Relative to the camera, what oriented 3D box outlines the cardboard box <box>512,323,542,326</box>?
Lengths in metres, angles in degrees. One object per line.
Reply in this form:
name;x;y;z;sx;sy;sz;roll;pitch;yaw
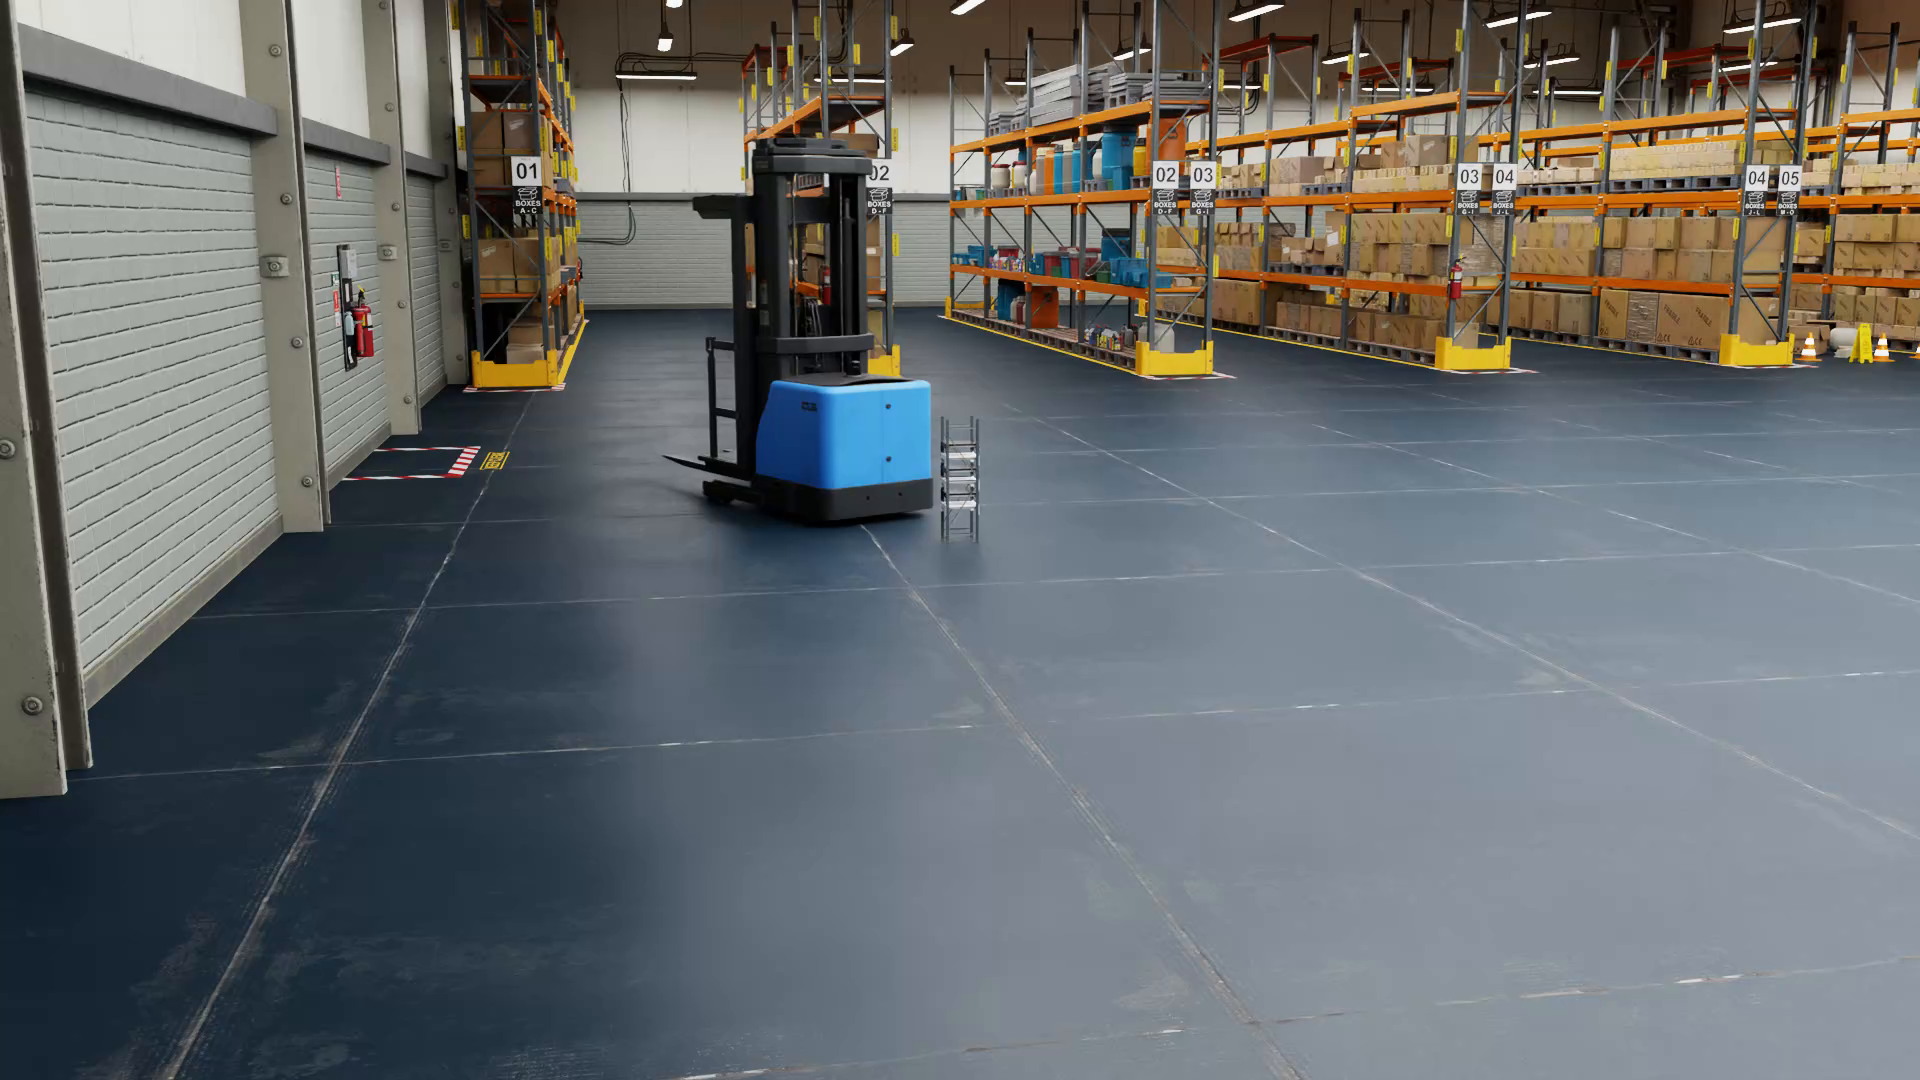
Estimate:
cardboard box;-6.887;-3.206;26.529;0.500;0.500;0.500;-3;11;-15

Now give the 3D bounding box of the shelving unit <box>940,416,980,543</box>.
shelving unit;-0.002;-0.444;12.120;0.258;0.900;0.210;-2;11;-11

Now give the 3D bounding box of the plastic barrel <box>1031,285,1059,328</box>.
plastic barrel;1.699;-4.730;33.708;0.600;0.830;0.708;-2;11;-11

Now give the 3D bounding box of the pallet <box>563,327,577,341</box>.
pallet;-8.220;-4.142;33.391;1.003;0.211;1.213;-2;11;-11

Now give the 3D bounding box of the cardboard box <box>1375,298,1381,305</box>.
cardboard box;10.248;-5.768;40.185;0.380;0.149;0.250;-2;11;-10

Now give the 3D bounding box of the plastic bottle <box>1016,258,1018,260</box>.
plastic bottle;1.197;-5.751;34.702;0.061;0.283;0.133;-2;11;-11

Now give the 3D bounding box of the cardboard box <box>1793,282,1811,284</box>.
cardboard box;20.387;-6.278;40.191;0.380;0.149;0.250;-3;11;-14

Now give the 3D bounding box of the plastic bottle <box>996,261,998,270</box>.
plastic bottle;0.835;-5.931;35.867;0.097;0.201;0.097;0;11;0

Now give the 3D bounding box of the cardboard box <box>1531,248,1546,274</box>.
cardboard box;11.671;-5.523;32.923;0.500;0.500;0.500;-2;11;-12

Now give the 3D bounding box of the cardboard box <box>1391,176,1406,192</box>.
cardboard box;7.588;-5.971;27.923;0.500;0.250;0.500;-2;11;-12

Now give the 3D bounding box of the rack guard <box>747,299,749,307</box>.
rack guard;-4.589;-5.547;40.003;1.175;0.500;0.348;-2;11;-11

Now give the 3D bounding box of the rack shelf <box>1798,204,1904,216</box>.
rack shelf;20.870;-7.710;38.582;1.077;0.370;4.000;-2;11;-11

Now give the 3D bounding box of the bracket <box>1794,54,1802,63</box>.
bracket;20.800;-11.895;41.000;0.235;0.232;0.430;-2;11;-11

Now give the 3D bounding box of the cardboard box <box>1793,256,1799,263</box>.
cardboard box;16.678;-5.570;32.988;0.380;0.149;0.250;-2;11;-12

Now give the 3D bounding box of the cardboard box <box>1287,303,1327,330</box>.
cardboard box;6.940;-4.446;33.041;0.700;0.500;0.500;-3;11;-16

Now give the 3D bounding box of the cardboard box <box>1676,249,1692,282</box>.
cardboard box;12.880;-4.723;28.588;0.875;0.550;0.550;-2;11;-11

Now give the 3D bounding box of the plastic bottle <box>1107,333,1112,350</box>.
plastic bottle;2.531;-3.305;27.649;0.152;0.276;0.135;-2;11;-13

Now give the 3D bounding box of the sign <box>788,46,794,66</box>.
sign;-2.800;-8.011;27.508;0.100;0.325;0.005;-2;11;-11

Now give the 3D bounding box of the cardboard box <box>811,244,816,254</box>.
cardboard box;-2.208;-4.712;26.929;0.380;0.149;0.250;-2;11;-13

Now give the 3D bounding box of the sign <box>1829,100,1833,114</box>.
sign;21.024;-10.461;40.171;0.100;0.325;0.005;-2;11;-11

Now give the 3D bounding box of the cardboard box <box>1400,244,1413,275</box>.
cardboard box;7.876;-4.692;27.761;0.875;0.500;0.500;-2;11;-11

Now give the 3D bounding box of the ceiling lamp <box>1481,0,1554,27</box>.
ceiling lamp;10.177;-10.838;29.458;0.800;3.185;2.000;-2;11;-11

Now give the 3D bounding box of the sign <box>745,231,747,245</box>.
sign;-5.136;-7.194;39.658;0.100;0.325;0.005;-2;11;-11

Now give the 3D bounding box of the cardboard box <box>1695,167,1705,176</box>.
cardboard box;12.566;-6.170;27.848;0.380;0.149;0.250;-2;11;-10

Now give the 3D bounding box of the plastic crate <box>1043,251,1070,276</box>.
plastic crate;1.825;-5.225;31.455;0.402;0.464;0.583;-2;11;-11

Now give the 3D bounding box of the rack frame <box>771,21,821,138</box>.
rack frame;-3.048;-8.269;31.573;1.000;3.000;0.127;-2;11;-11

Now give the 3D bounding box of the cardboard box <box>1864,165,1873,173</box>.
cardboard box;17.031;-6.885;30.863;0.380;0.149;0.250;-2;11;-13

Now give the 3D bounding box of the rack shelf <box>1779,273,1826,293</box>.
rack shelf;16.779;-5.321;34.056;1.077;0.370;4.000;-2;11;-11

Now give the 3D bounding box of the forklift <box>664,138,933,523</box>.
forklift;-1.501;-1.793;13.780;1.130;2.935;3.031;-8;13;-36

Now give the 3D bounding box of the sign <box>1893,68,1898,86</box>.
sign;17.704;-8.769;31.492;0.100;0.325;0.005;-2;11;-11

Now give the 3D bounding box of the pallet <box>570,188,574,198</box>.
pallet;-9.067;-7.678;36.729;1.003;0.211;1.213;-2;11;-11

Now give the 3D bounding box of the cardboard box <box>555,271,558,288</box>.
cardboard box;-6.438;-3.992;25.495;0.500;0.250;0.500;-2;11;-10

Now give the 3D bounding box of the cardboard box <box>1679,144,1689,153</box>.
cardboard box;12.465;-6.656;28.269;0.380;0.149;0.250;-2;11;-12

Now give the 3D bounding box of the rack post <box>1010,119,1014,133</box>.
rack post;1.552;-8.570;34.490;0.937;0.300;0.954;-1;11;-5

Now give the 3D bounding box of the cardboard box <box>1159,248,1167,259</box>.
cardboard box;5.144;-6.936;40.219;0.500;0.250;0.500;-2;11;-13

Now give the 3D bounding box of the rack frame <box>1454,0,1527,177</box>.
rack frame;8.226;-7.161;25.753;1.000;3.000;0.127;-2;11;-11

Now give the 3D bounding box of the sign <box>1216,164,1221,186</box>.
sign;3.908;-5.531;25.187;0.100;0.325;0.005;-2;11;-11

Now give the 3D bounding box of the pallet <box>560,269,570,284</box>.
pallet;-7.135;-4.458;28.111;1.003;0.211;1.213;-2;11;-11

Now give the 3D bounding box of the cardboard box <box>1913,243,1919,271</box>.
cardboard box;17.384;-5.043;29.607;0.500;0.500;0.500;-2;11;-11

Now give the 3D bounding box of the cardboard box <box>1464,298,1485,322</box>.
cardboard box;11.170;-4.933;35.652;0.500;0.500;0.500;-2;11;-11

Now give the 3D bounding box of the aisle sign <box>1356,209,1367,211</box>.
aisle sign;10.279;-8.612;42.466;0.394;0.787;0.004;-2;11;-11

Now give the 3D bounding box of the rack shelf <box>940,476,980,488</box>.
rack shelf;-0.002;-0.411;12.126;0.258;0.077;0.200;-2;11;-11

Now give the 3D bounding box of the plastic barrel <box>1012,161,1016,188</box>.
plastic barrel;1.410;-7.847;35.753;0.600;0.588;0.600;0;11;0

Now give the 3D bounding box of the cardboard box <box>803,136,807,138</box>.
cardboard box;-2.485;-6.781;29.049;0.500;0.500;0.500;-1;11;-6

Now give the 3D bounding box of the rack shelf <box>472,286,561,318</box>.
rack shelf;-6.740;-3.687;25.469;1.077;0.370;4.000;-2;11;-11

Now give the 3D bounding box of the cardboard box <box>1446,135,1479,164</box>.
cardboard box;8.202;-6.410;27.432;0.500;0.500;0.500;-2;11;-11

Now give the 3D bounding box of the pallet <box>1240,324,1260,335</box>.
pallet;6.590;-4.459;35.057;1.003;0.211;1.213;-2;11;-11

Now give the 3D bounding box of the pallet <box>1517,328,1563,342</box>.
pallet;11.868;-4.103;33.186;1.003;0.211;1.213;-2;11;-11

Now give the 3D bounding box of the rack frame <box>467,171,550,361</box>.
rack frame;-6.351;-3.674;23.475;1.000;3.000;0.127;-2;11;-11

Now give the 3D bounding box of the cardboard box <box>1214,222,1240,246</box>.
cardboard box;6.024;-6.840;37.160;0.797;0.503;0.637;-2;11;-12
